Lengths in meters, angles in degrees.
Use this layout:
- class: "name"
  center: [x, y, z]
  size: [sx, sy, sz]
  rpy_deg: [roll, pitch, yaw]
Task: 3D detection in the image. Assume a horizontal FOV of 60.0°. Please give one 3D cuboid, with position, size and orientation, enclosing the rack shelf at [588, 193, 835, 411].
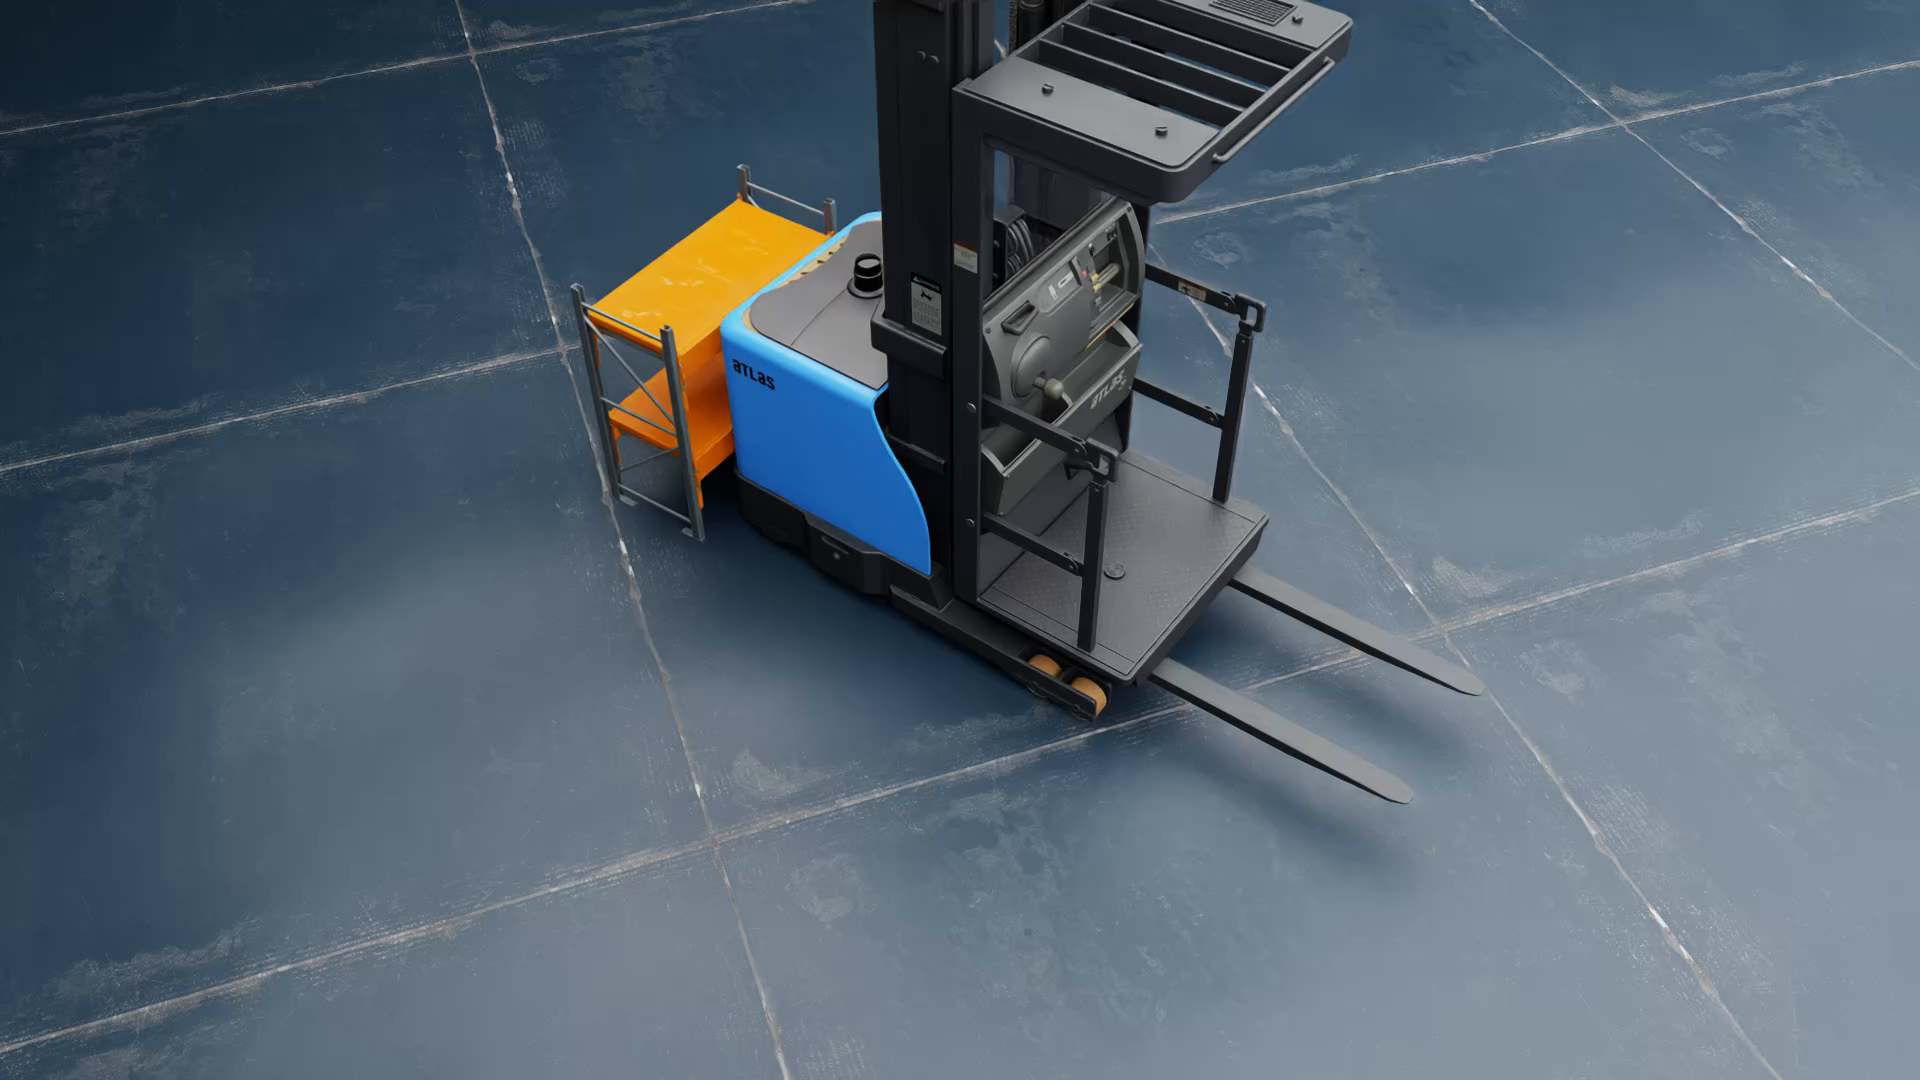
- class: "rack shelf"
  center: [-1.014, -1.000, 6.848]
  size: [0.538, 0.278, 1.000]
  rpy_deg: [25, 50, 23]

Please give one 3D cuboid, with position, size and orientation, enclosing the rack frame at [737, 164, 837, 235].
- class: "rack frame"
  center: [-0.730, -1.092, 7.353]
  size: [0.500, 1.125, 0.032]
  rpy_deg: [25, 50, 23]

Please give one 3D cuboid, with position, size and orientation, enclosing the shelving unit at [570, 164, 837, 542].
- class: "shelving unit"
  center: [-1.013, -0.793, 7.055]
  size: [0.538, 1.125, 1.048]
  rpy_deg: [25, 50, 23]

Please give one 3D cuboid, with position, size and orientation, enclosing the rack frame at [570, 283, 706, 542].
- class: "rack frame"
  center: [-1.297, -0.494, 6.758]
  size: [0.500, 1.125, 0.032]
  rpy_deg: [25, 50, 23]

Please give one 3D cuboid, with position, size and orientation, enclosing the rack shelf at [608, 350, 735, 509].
- class: "rack shelf"
  center: [-1.013, -0.620, 7.228]
  size: [0.538, 0.278, 1.000]
  rpy_deg: [25, 50, 23]

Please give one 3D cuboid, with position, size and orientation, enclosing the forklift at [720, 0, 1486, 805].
- class: "forklift"
  center: [0.545, -0.776, 5.763]
  size: [3.031, 2.935, 1.130]
  rpy_deg: [27, 51, 25]
